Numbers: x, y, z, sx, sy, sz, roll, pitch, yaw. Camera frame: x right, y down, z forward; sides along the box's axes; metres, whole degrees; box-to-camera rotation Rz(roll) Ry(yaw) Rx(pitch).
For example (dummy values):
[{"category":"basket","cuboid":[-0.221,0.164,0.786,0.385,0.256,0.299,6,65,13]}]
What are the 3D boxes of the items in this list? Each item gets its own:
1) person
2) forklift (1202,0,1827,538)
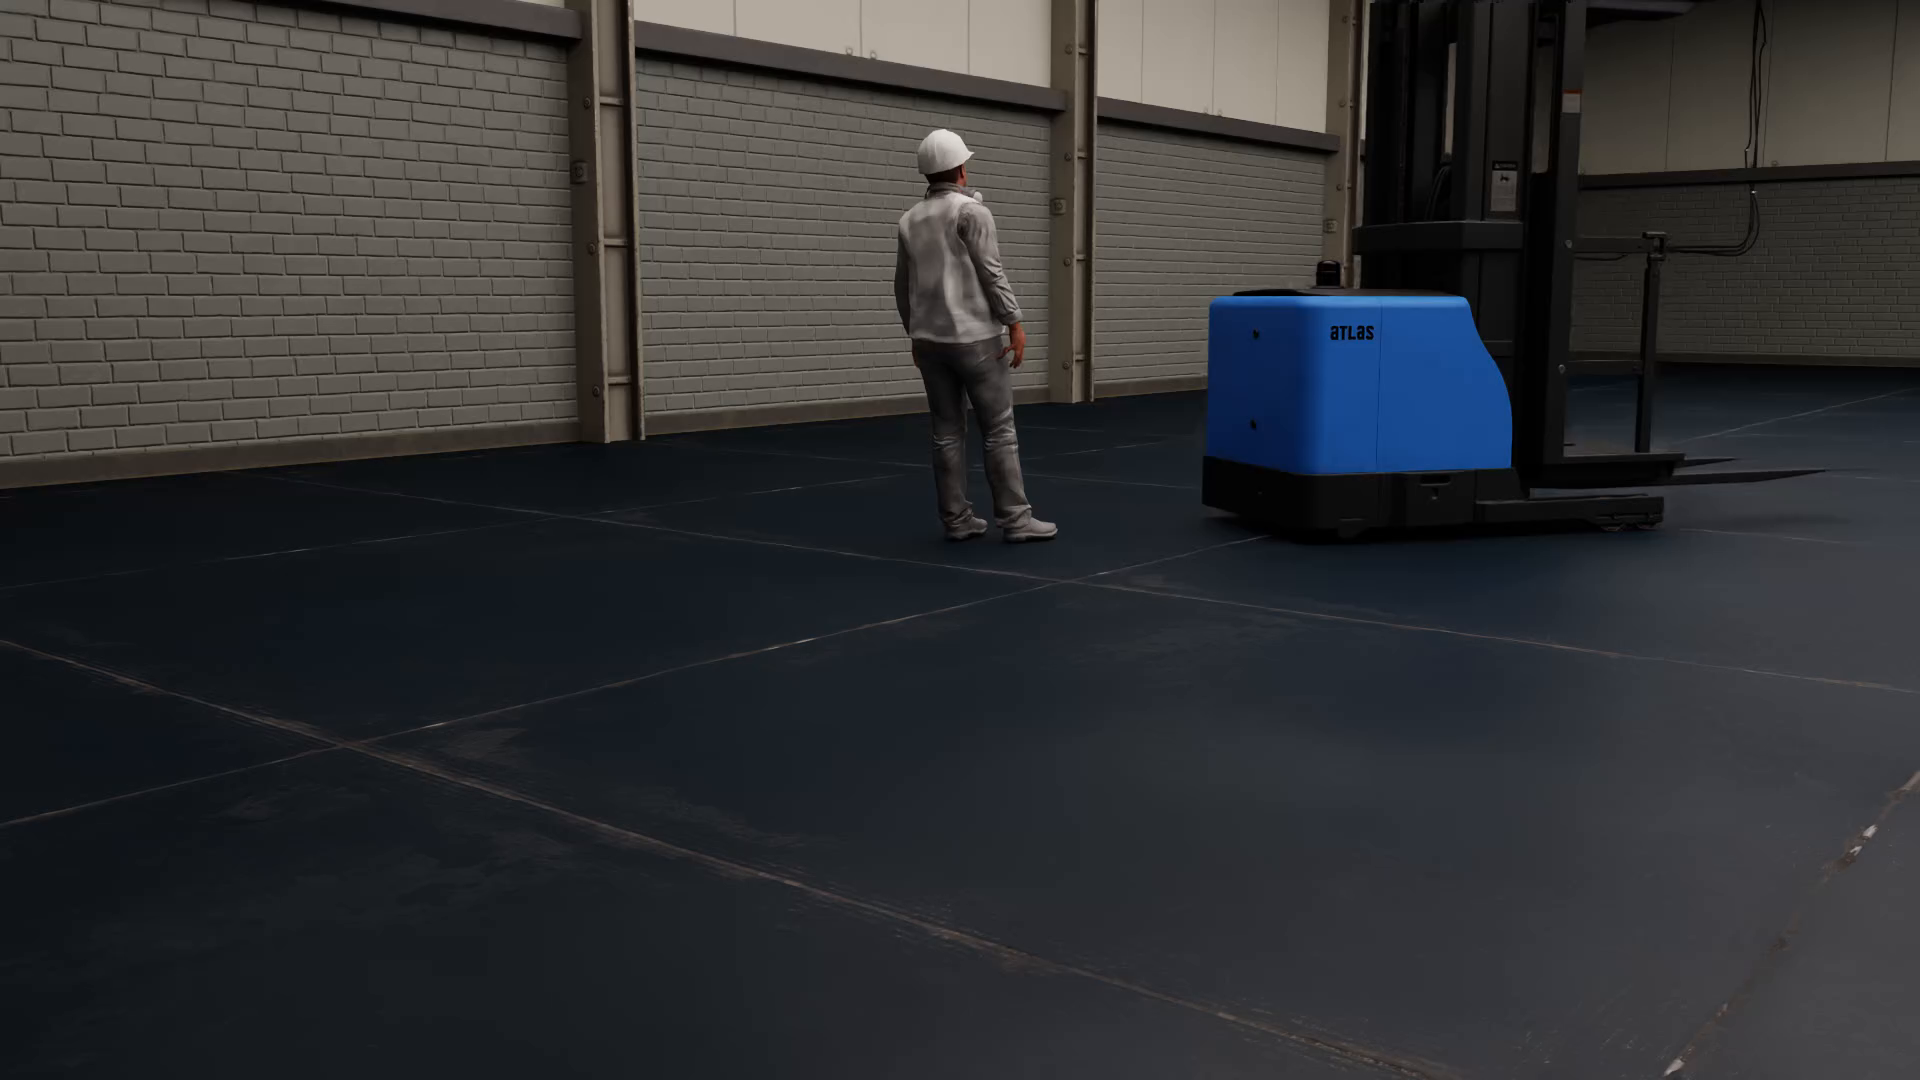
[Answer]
[{"category":"person","cuboid":[0.045,-0.891,7.318,0.632,1.773,0.568,7,11,38]},{"category":"forklift","cuboid":[2.754,-1.557,7.921,3.031,2.935,1.130,-3,9,-17]}]
